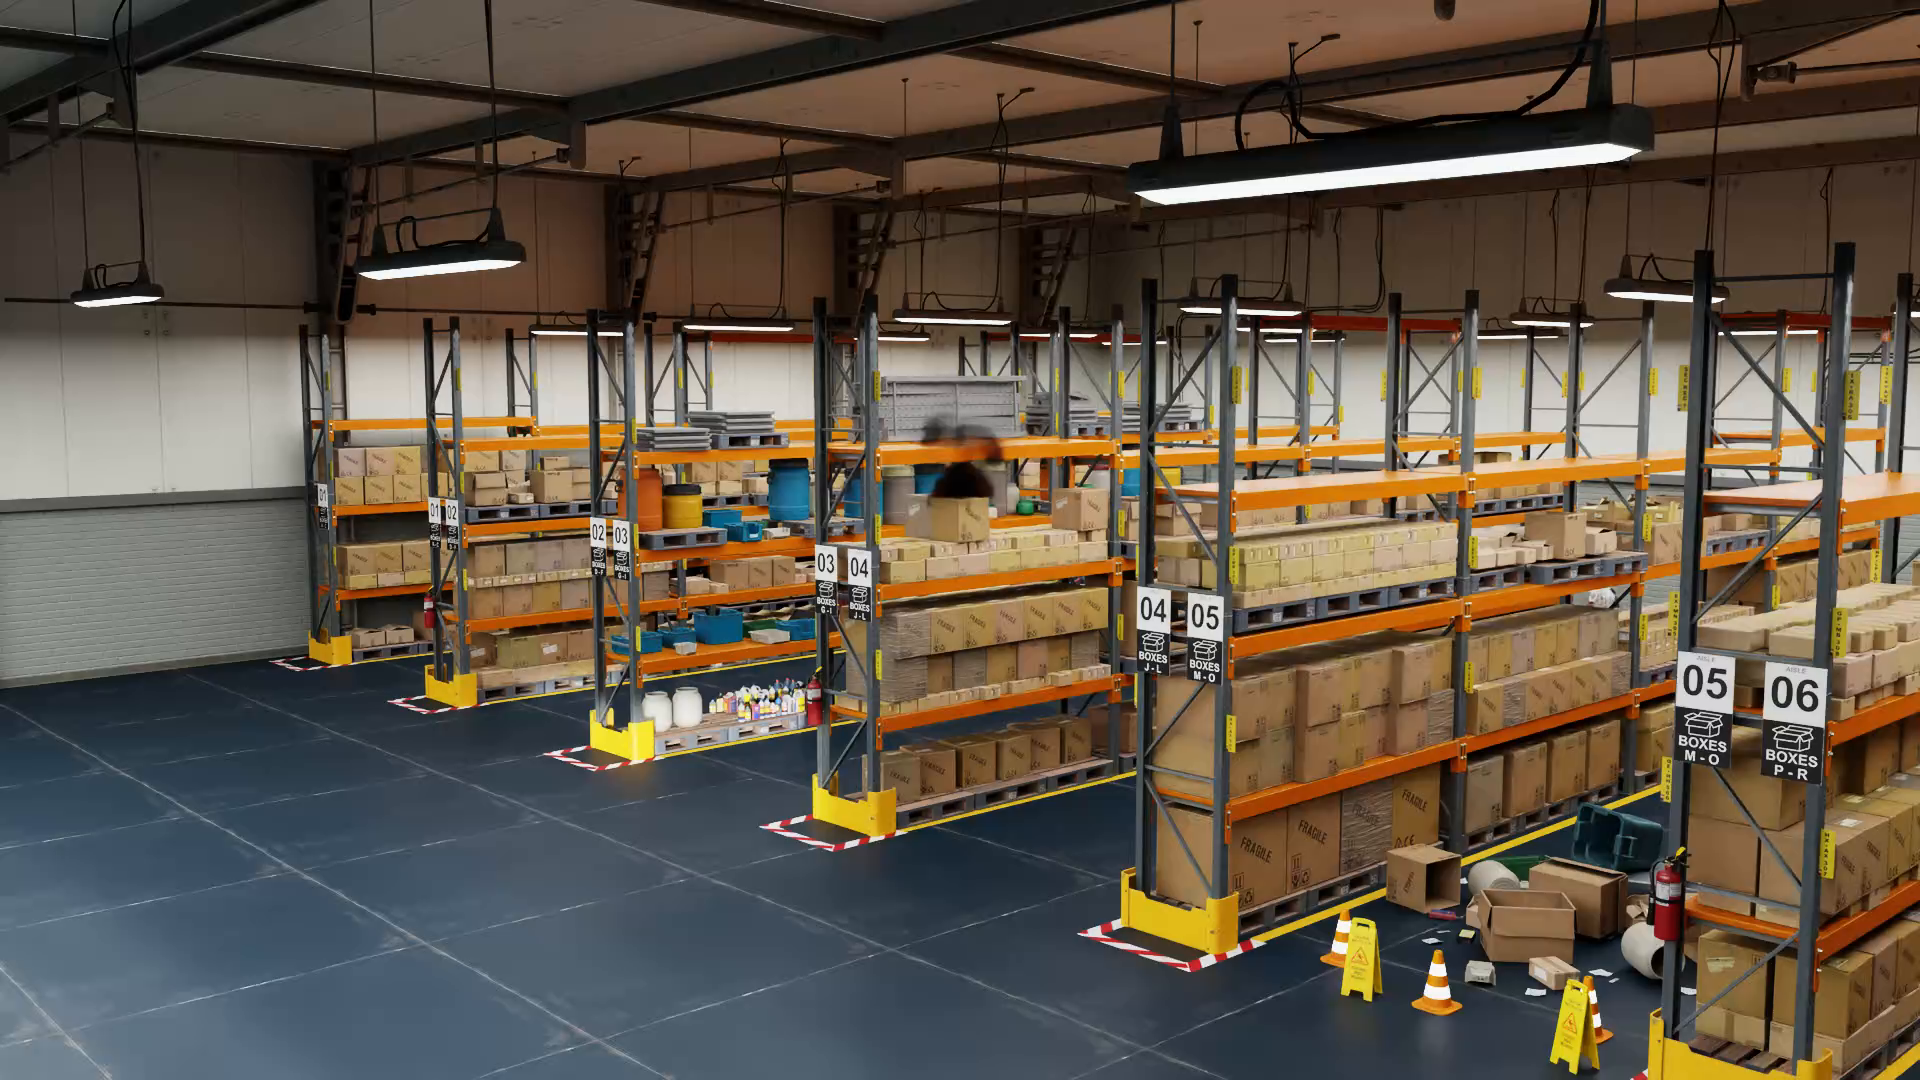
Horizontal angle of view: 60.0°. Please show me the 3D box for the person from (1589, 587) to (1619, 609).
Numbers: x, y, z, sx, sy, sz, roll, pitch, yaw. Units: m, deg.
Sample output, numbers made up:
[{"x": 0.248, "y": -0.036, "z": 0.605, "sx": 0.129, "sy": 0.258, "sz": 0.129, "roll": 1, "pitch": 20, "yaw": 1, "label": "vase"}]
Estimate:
[{"x": 11.554, "y": 1.365, "z": 29.715, "sx": 0.577, "sy": 1.659, "sz": 0.500, "roll": -2, "pitch": 6, "yaw": -22, "label": "person"}]
